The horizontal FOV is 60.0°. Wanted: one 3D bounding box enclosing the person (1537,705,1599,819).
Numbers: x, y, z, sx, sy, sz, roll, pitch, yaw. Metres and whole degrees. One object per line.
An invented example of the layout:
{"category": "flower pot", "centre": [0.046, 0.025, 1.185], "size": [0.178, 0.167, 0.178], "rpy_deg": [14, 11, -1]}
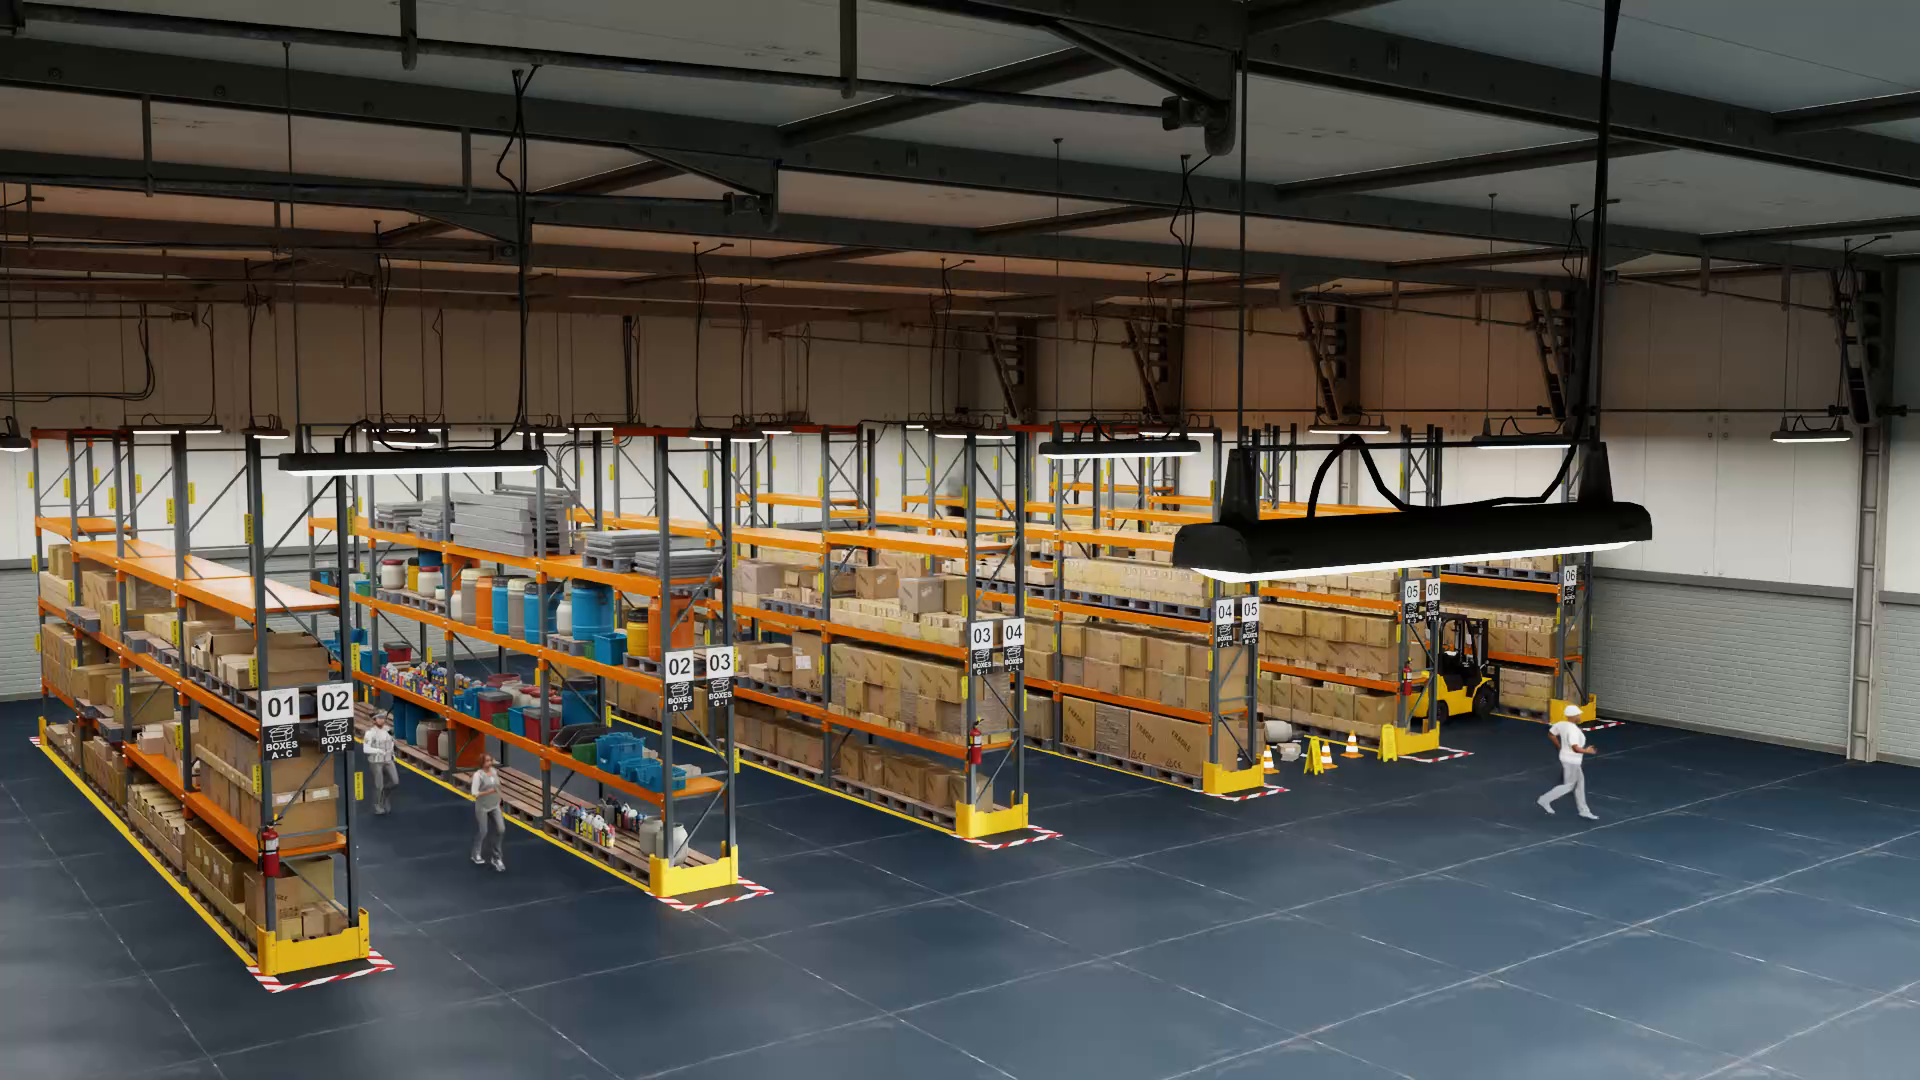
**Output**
{"category": "person", "centre": [9.397, 3.432, 25.638], "size": [0.952, 1.784, 0.715], "rpy_deg": [0, 4, 5]}

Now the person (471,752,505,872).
{"category": "person", "centre": [-6.498, 3.730, 22.873], "size": [0.677, 1.635, 0.516], "rpy_deg": [4, 6, 42]}

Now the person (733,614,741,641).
{"category": "person", "centre": [-5.377, 2.472, 38.349], "size": [0.644, 1.726, 0.638], "rpy_deg": [-4, 6, -40]}

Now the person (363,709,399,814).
{"category": "person", "centre": [-8.978, 3.455, 25.912], "size": [0.597, 1.656, 0.591], "rpy_deg": [4, 6, 43]}

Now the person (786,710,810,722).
{"category": "person", "centre": [-3.219, 2.930, 33.044], "size": [0.607, 1.639, 0.849], "rpy_deg": [-4, 6, -44]}
